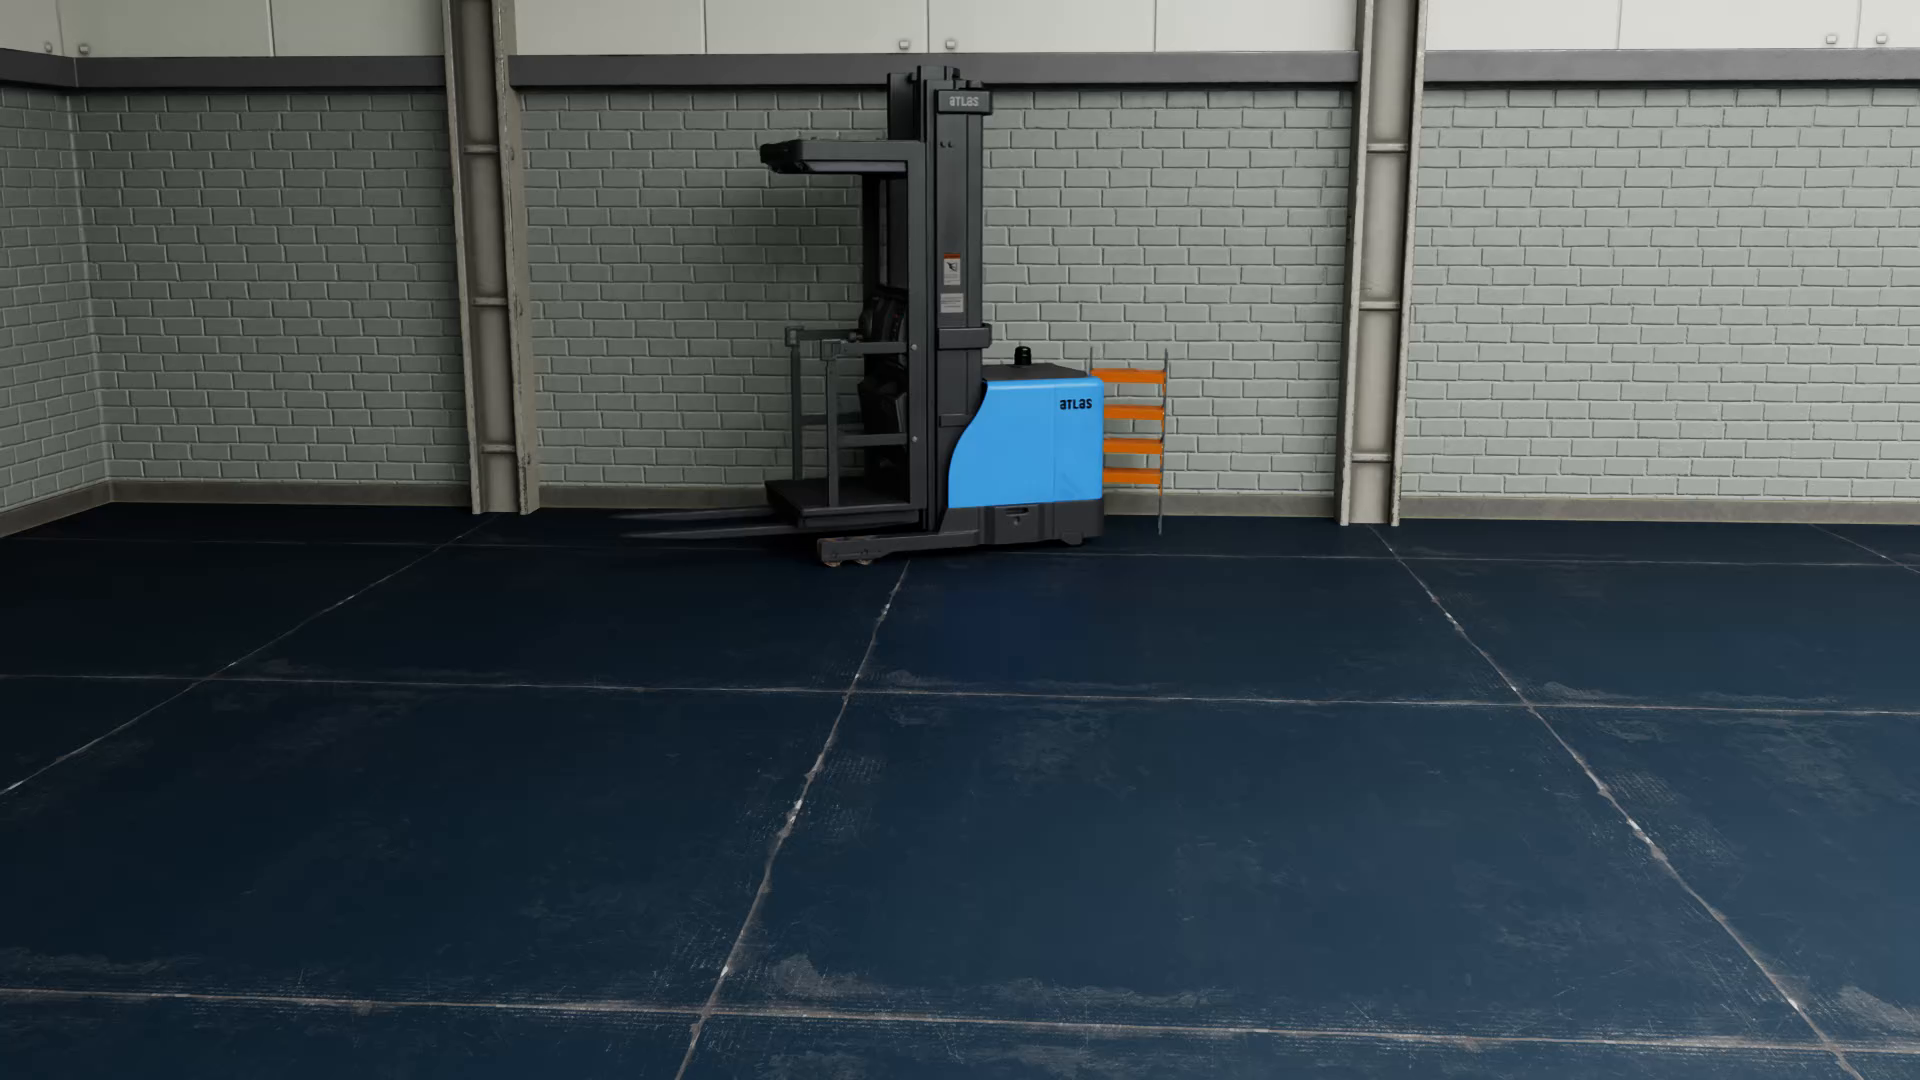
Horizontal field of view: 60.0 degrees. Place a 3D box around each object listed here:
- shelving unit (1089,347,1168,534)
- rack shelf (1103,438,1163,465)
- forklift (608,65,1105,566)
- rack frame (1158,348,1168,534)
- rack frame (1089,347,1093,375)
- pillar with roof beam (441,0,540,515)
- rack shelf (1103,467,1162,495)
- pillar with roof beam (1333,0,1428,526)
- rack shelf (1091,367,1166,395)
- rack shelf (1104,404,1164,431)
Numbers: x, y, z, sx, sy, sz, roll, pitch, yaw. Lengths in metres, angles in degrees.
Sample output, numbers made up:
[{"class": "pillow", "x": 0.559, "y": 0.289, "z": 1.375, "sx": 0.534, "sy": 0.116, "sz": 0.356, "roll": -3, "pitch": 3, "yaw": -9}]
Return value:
[{"class": "shelving unit", "x": 1.093, "y": -0.657, "z": 10.958, "sx": 0.503, "sy": 1.200, "sz": 0.258, "roll": 2, "pitch": 12, "yaw": 5}, {"class": "rack shelf", "x": 1.092, "y": -0.591, "z": 10.971, "sx": 0.480, "sy": 0.148, "sz": 0.258, "roll": 2, "pitch": 12, "yaw": 5}, {"class": "forklift", "x": -0.659, "y": -1.396, "z": 10.285, "sx": 3.031, "sy": 2.935, "sz": 1.130, "roll": -4, "pitch": 12, "yaw": -17}, {"class": "rack frame", "x": 1.336, "y": -0.649, "z": 10.936, "sx": 0.015, "sy": 1.200, "sz": 0.240, "roll": 2, "pitch": 12, "yaw": 5}, {"class": "rack frame", "x": 0.850, "y": -0.665, "z": 10.980, "sx": 0.015, "sy": 1.200, "sz": 0.240, "roll": 2, "pitch": 12, "yaw": 5}, {"class": "pillar with roof beam", "x": -3.497, "y": -3.736, "z": 6.652, "sx": 0.400, "sy": 9.000, "sz": 9.100, "roll": 1, "pitch": 12, "yaw": 4}, {"class": "rack shelf", "x": 1.089, "y": -0.397, "z": 11.012, "sx": 0.480, "sy": 0.148, "sz": 0.258, "roll": 2, "pitch": 12, "yaw": 5}, {"class": "pillar with roof beam", "x": 2.489, "y": -3.654, "z": 6.260, "sx": 0.400, "sy": 9.000, "sz": 9.100, "roll": 1, "pitch": 12, "yaw": 4}, {"class": "rack shelf", "x": 1.098, "y": -1.042, "z": 10.878, "sx": 0.480, "sy": 0.148, "sz": 0.258, "roll": 2, "pitch": 12, "yaw": 5}, {"class": "rack shelf", "x": 1.095, "y": -0.810, "z": 10.926, "sx": 0.480, "sy": 0.148, "sz": 0.258, "roll": 2, "pitch": 12, "yaw": 5}]
